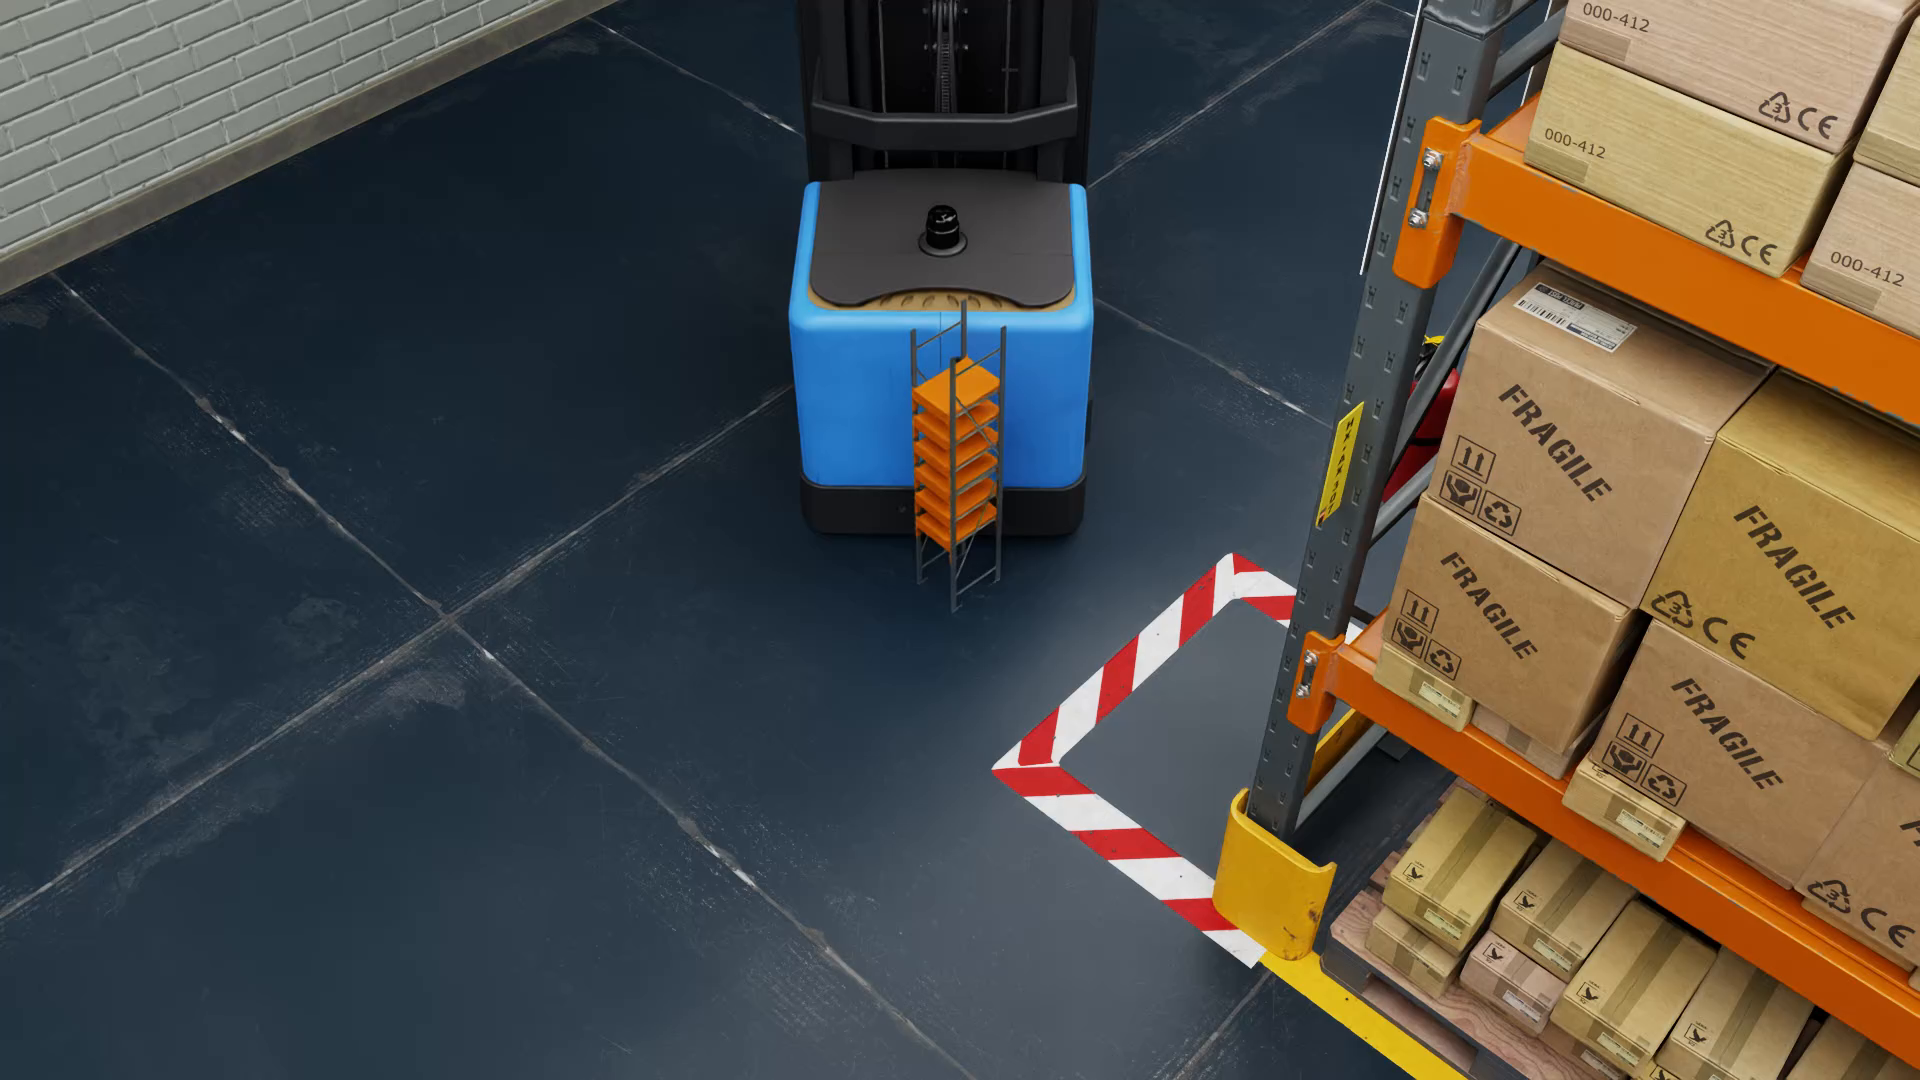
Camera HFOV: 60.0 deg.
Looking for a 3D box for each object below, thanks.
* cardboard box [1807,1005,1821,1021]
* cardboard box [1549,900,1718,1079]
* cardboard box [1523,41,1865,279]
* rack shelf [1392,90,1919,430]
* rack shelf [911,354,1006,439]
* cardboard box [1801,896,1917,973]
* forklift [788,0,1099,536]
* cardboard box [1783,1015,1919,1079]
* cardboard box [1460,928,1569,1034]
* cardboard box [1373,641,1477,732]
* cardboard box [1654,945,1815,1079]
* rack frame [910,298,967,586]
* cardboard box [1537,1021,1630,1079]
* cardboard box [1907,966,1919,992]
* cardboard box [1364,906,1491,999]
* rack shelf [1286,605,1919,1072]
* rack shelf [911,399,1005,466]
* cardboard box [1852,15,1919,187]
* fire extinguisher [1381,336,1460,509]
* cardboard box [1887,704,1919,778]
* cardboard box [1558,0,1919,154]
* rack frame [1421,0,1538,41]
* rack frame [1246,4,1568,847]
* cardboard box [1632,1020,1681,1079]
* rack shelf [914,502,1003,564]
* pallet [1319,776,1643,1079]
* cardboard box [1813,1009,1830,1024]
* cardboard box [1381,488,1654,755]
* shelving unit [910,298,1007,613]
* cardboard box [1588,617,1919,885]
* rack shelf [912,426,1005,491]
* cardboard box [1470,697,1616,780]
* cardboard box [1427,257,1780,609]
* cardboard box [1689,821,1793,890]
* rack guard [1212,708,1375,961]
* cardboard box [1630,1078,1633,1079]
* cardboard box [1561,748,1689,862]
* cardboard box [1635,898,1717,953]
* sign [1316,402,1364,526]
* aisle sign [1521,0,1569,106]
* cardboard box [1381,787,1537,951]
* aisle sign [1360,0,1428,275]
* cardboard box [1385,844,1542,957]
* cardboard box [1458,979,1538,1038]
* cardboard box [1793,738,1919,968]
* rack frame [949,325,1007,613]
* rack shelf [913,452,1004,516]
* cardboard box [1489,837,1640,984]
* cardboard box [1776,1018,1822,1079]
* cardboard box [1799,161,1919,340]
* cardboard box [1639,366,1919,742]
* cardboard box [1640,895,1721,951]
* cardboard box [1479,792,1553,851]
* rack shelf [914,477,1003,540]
[{"bbox_3d":[2.319,1.119,4.606,0.250,0.149,0.380,33,55,27],"label":"cardboard box"},{"bbox_3d":[1.764,1.171,4.353,0.250,0.149,0.380,34,55,28],"label":"cardboard box"},{"bbox_3d":[1.383,-0.780,2.970,0.500,0.250,0.500,36,56,29],"label":"cardboard box"},{"bbox_3d":[2.696,0.045,2.587,4.000,0.370,1.077,34,55,28],"label":"rack shelf"},{"bbox_3d":[-0.005,-0.471,5.436,0.258,0.103,0.180,-34,55,-28],"label":"rack shelf"},{"bbox_3d":[2.085,0.725,3.684,0.250,0.149,0.380,33,55,27],"label":"cardboard box"},{"bbox_3d":[-0.044,-2.077,6.190,1.130,2.935,3.031,1,47,1],"label":"forklift"},{"bbox_3d":[2.200,1.391,4.146,0.250,0.149,0.380,36,56,29],"label":"cardboard box"},{"bbox_3d":[1.601,1.129,4.596,0.250,0.149,0.380,34,55,28],"label":"cardboard box"},{"bbox_3d":[1.242,0.258,4.123,0.250,0.149,0.380,34,55,27],"label":"cardboard box"},{"bbox_3d":[2.002,1.249,4.279,0.250,0.149,0.380,31,54,26],"label":"cardboard box"},{"bbox_3d":[-0.067,-0.304,5.712,0.240,1.200,0.006,-34,55,-28],"label":"rack frame"},{"bbox_3d":[1.830,1.303,4.636,0.250,0.149,0.380,35,56,28],"label":"cardboard box"},{"bbox_3d":[2.247,0.862,3.555,0.250,0.149,0.380,33,55,27],"label":"cardboard box"},{"bbox_3d":[1.395,1.099,4.828,0.250,0.149,0.380,35,56,28],"label":"cardboard box"},{"bbox_3d":[2.696,1.071,3.680,4.000,0.370,1.077,34,55,28],"label":"rack shelf"},{"bbox_3d":[-0.005,-0.389,5.523,0.258,0.103,0.180,-34,55,-28],"label":"rack shelf"},{"bbox_3d":[1.757,-0.697,2.549,0.500,0.250,0.500,33,55,27],"label":"cardboard box"},{"bbox_3d":[1.355,-0.382,4.859,0.183,0.674,0.296,34,55,28],"label":"fire extinguisher"},{"bbox_3d":[2.119,0.237,3.011,0.500,0.500,0.500,33,55,27],"label":"cardboard box"},{"bbox_3d":[1.380,-0.949,2.786,0.500,0.250,0.500,35,56,28],"label":"cardboard box"},{"bbox_3d":[1.227,-2.217,2.159,0.127,3.000,1.000,34,55,28],"label":"rack frame"},{"bbox_3d":[1.227,-0.164,4.346,0.127,3.000,1.000,34,55,28],"label":"rack frame"},{"bbox_3d":[1.955,1.387,4.353,0.250,0.149,0.380,36,56,29],"label":"cardboard box"},{"bbox_3d":[-0.005,-0.060,5.873,0.258,0.103,0.180,-34,55,-28],"label":"rack shelf"},{"bbox_3d":[1.856,1.249,4.933,1.213,0.211,1.003,34,55,28],"label":"pallet"},{"bbox_3d":[2.569,1.274,4.664,0.250,0.149,0.380,32,54,26],"label":"cardboard box"},{"bbox_3d":[1.369,0.070,3.854,0.500,0.500,0.500,-36,56,-29],"label":"cardboard box"},{"bbox_3d":[-0.005,-0.255,5.666,0.258,1.200,0.189,-34,55,-28],"label":"shelving unit"},{"bbox_3d":[1.780,0.321,3.618,0.500,0.500,0.500,34,55,28],"label":"cardboard box"},{"bbox_3d":[-0.005,-0.306,5.611,0.258,0.103,0.180,-34,55,-28],"label":"rack shelf"},{"bbox_3d":[1.458,0.362,4.025,0.250,0.149,0.380,36,56,29],"label":"cardboard box"},{"bbox_3d":[1.377,-0.278,3.495,0.500,0.500,0.500,34,55,27],"label":"cardboard box"},{"bbox_3d":[1.902,0.578,3.822,0.380,0.149,0.250,-36,56,-29],"label":"cardboard box"},{"bbox_3d":[1.283,0.729,5.222,0.348,0.500,1.175,34,55,28],"label":"rack guard"},{"bbox_3d":[1.943,1.489,4.462,0.250,0.149,0.380,35,56,28],"label":"cardboard box"},{"bbox_3d":[1.619,0.523,3.873,0.250,0.149,0.380,32,55,27],"label":"cardboard box"},{"bbox_3d":[1.840,1.202,4.527,0.250,0.149,0.380,35,56,28],"label":"cardboard box"},{"bbox_3d":[0.859,-0.169,3.758,0.005,0.325,0.100,34,55,28],"label":"sign"},{"bbox_3d":[1.377,-1.251,3.583,0.004,0.787,0.394,34,55,28],"label":"aisle sign"},{"bbox_3d":[1.381,0.906,4.601,0.250,0.149,0.380,32,54,26],"label":"cardboard box"},{"bbox_3d":[0.970,-0.929,3.282,0.004,0.787,0.394,34,55,28],"label":"aisle sign"},{"bbox_3d":[1.438,0.963,4.752,0.380,0.149,0.250,-36,56,-29],"label":"cardboard box"},{"bbox_3d":[1.643,1.184,4.748,0.250,0.149,0.380,34,55,28],"label":"cardboard box"},{"bbox_3d":[2.131,0.570,3.385,0.500,0.500,0.500,35,56,28],"label":"cardboard box"},{"bbox_3d":[0.057,-0.206,5.620,0.240,1.200,0.006,-34,55,-28],"label":"rack frame"},{"bbox_3d":[-0.005,-0.224,5.698,0.258,0.103,0.180,-34,55,-28],"label":"rack shelf"},{"bbox_3d":[1.666,0.978,4.534,0.250,0.149,0.380,35,56,28],"label":"cardboard box"},{"bbox_3d":[2.215,1.468,4.278,0.250,0.149,0.380,31,54,26],"label":"cardboard box"},{"bbox_3d":[1.767,-0.518,2.724,0.500,0.250,0.500,36,56,29],"label":"cardboard box"},{"bbox_3d":[1.752,-0.032,3.264,0.500,0.500,0.500,36,56,29],"label":"cardboard box"},{"bbox_3d":[2.148,1.066,4.859,0.250,0.149,0.380,34,55,28],"label":"cardboard box"},{"bbox_3d":[1.755,0.817,5.093,0.250,0.149,0.380,35,56,28],"label":"cardboard box"},{"bbox_3d":[-0.005,-0.142,5.786,0.258,0.103,0.180,-34,55,-28],"label":"rack shelf"}]
